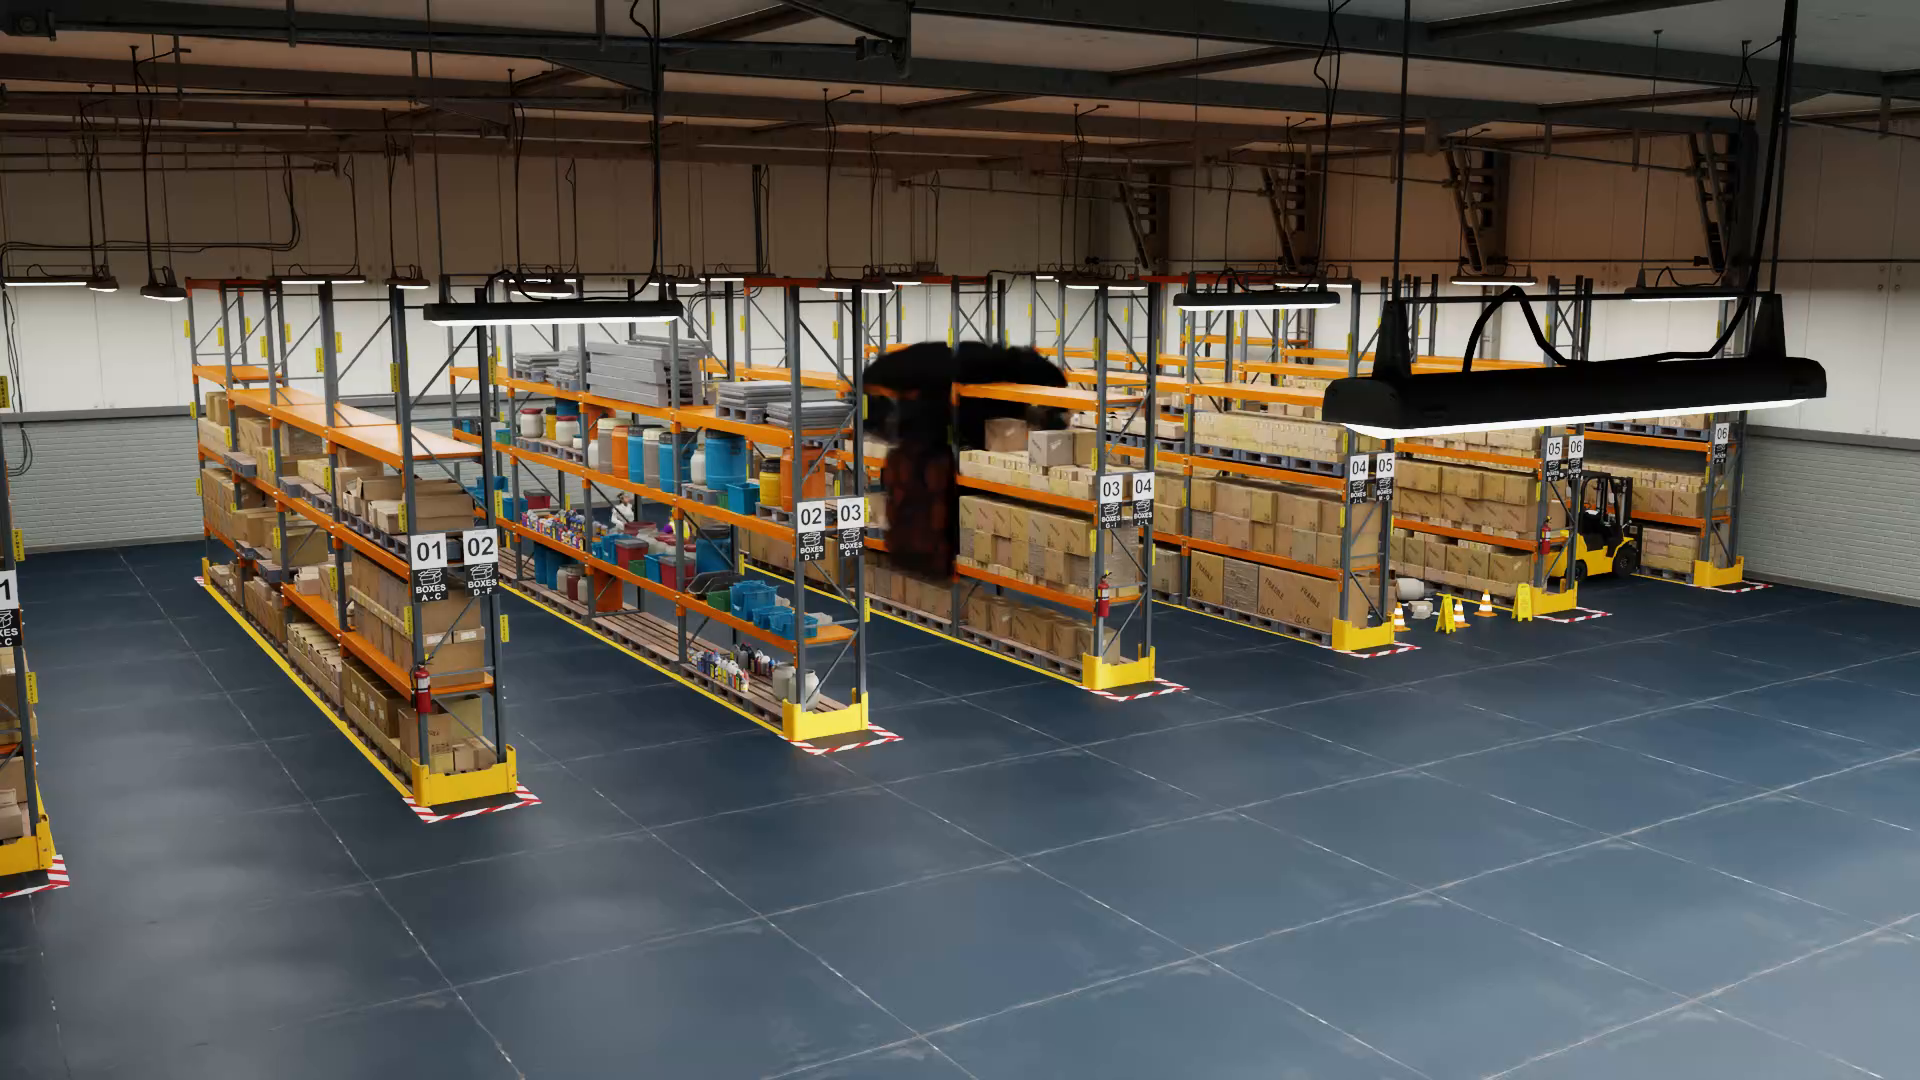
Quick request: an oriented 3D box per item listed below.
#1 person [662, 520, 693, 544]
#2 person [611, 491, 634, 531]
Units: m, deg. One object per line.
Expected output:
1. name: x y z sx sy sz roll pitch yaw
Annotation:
1. person: -5.328 0.240 31.561 0.703 1.685 0.588 -8 13 -41
2. person: -6.851 -0.218 34.134 0.600 1.600 0.517 -9 13 -43
